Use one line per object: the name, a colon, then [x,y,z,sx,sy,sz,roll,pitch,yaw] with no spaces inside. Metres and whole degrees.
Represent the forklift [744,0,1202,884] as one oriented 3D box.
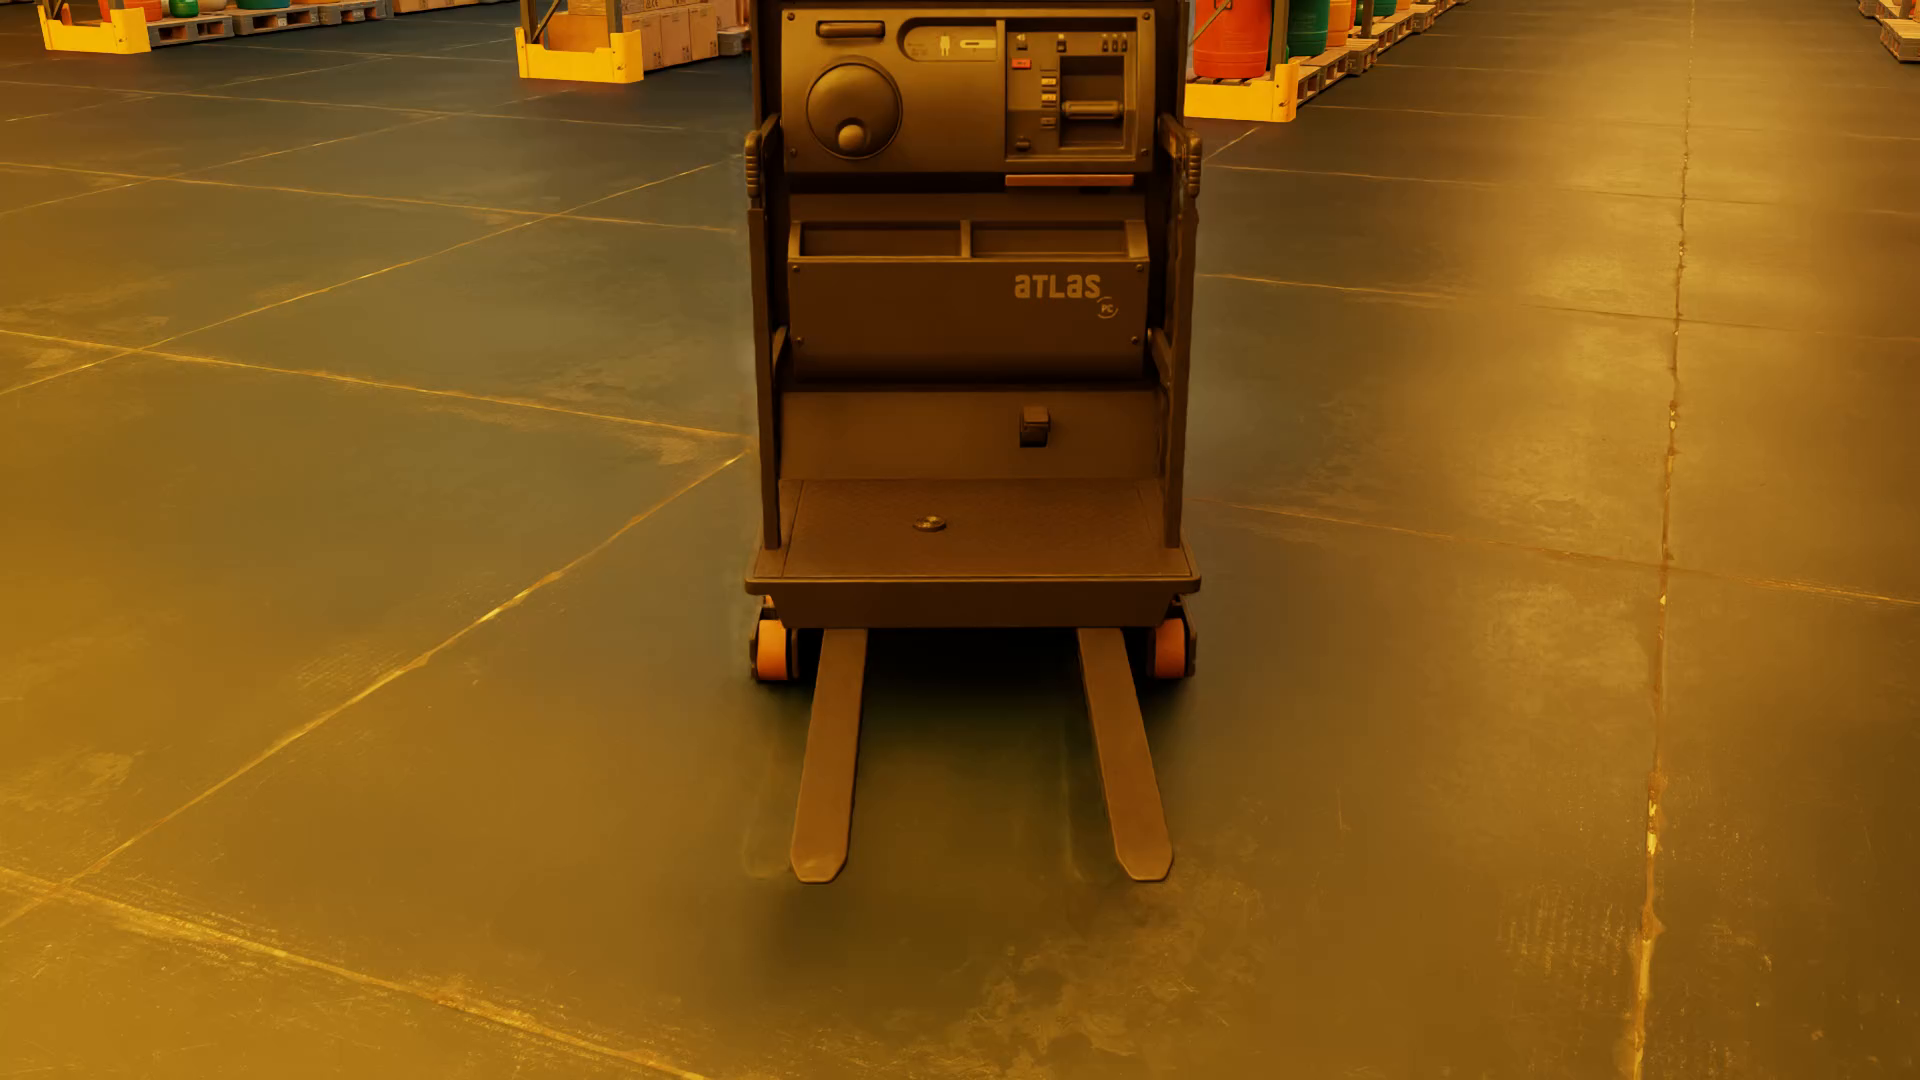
forklift: [0.026,-1.110,3.948,1.130,2.935,3.031,0,23,-1]
